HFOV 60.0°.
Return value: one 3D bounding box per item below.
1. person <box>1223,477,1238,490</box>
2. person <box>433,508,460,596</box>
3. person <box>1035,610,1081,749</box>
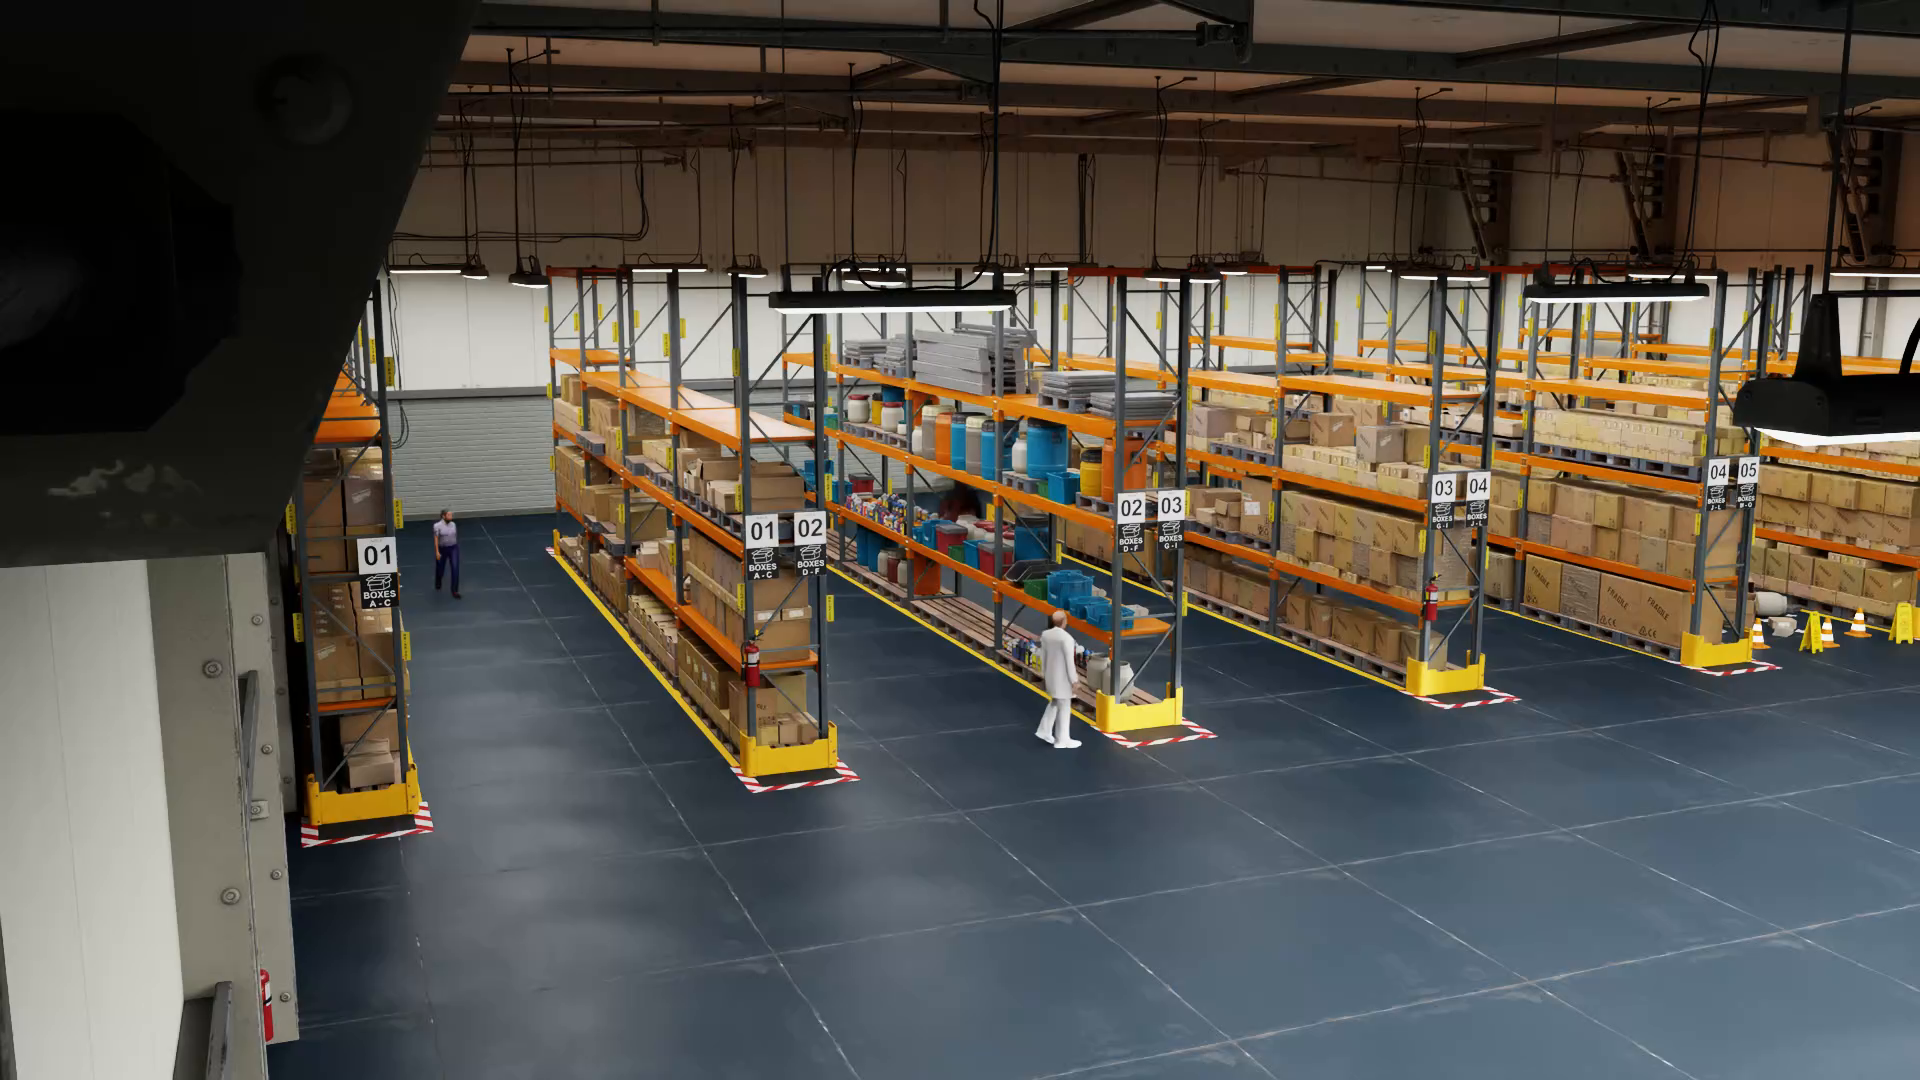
[{"bbox_3d":[7.200,-2.154,43.950,0.547,1.789,0.480,-2,10,-14],"label":"person"},{"bbox_3d":[-9.492,0.206,30.729,0.457,1.617,0.665,-5,11,-24],"label":"person"},{"bbox_3d":[1.302,1.804,21.343,0.423,1.796,0.681,-7,12,-35],"label":"person"}]
